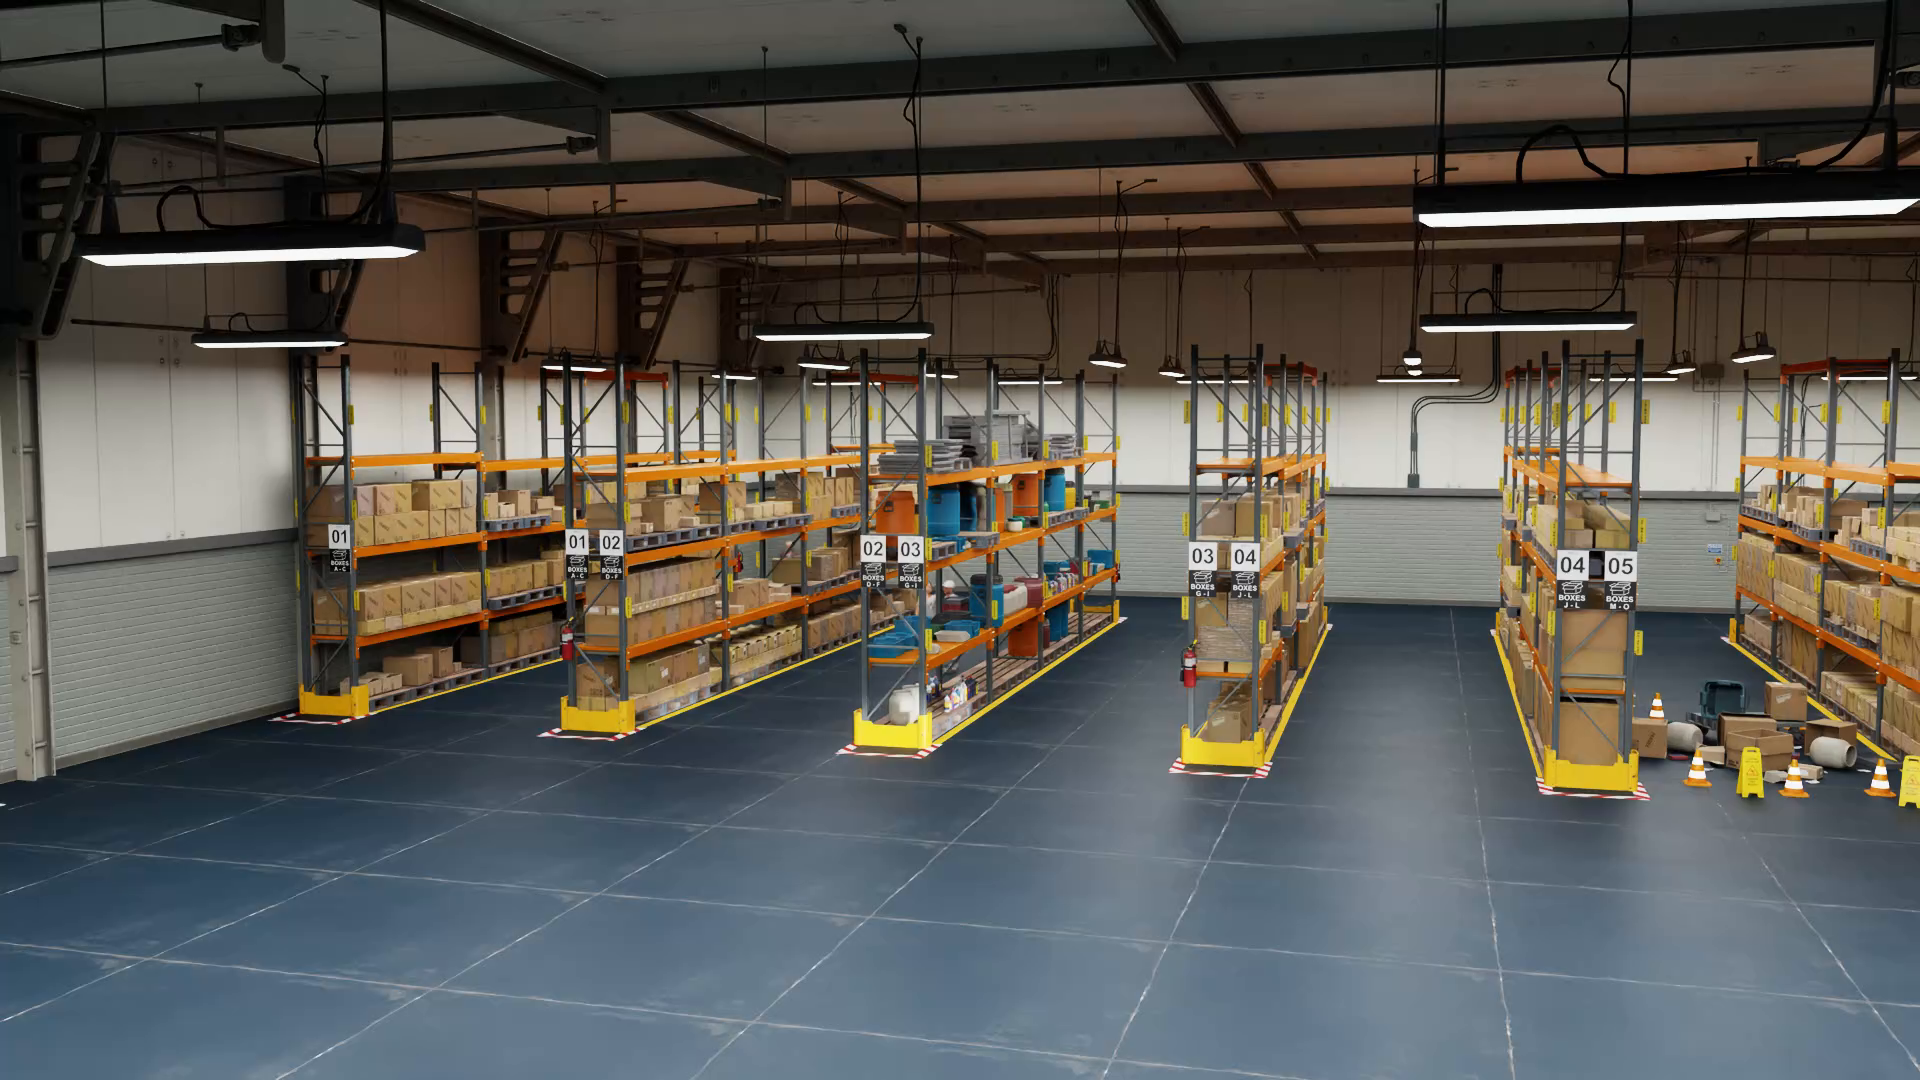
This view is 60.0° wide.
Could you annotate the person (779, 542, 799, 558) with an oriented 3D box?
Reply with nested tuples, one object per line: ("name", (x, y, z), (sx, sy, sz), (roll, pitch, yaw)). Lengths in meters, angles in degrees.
("person", (-4.421, 0.905, 42.786), (0.666, 1.719, 1.120), (1, 4, 15))

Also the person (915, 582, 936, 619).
("person", (-0.679, 1.669, 33.695), (0.465, 1.615, 0.995), (1, 5, 19))

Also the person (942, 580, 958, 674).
("person", (-0.209, 1.669, 32.156), (0.381, 1.791, 0.653), (-2, 5, -19))
